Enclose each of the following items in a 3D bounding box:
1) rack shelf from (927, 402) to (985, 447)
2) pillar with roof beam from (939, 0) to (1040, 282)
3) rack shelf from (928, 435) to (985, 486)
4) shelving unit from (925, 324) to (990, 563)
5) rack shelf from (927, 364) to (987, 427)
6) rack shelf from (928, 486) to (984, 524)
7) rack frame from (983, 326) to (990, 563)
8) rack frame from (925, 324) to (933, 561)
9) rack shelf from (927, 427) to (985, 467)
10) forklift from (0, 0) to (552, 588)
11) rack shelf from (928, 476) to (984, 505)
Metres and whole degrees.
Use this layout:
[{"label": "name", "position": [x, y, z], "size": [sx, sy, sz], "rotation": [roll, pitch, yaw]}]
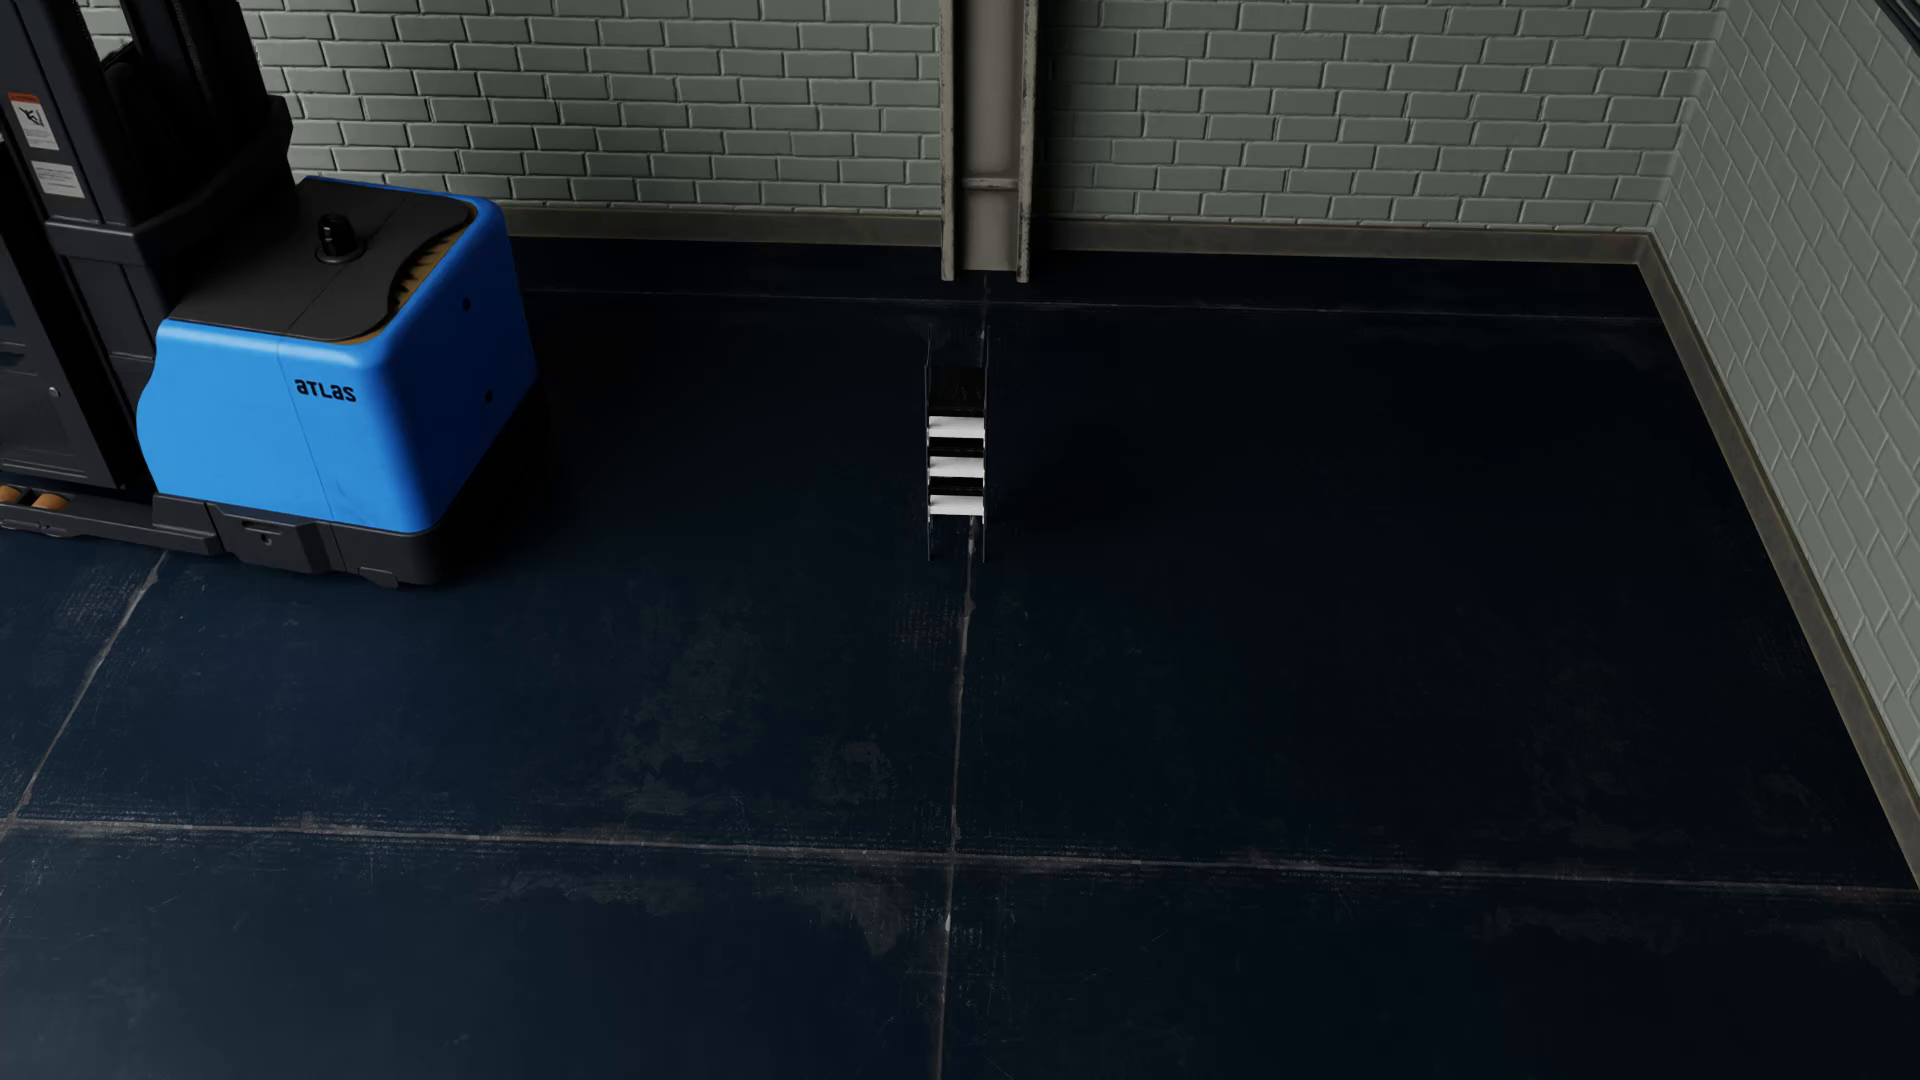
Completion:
[{"label": "rack shelf", "position": [-0.008, -0.437, 5.844], "size": [0.200, 0.077, 0.258], "rotation": [2, 43, 2]}, {"label": "pillar with roof beam", "position": [-0.071, -1.634, 1.402], "size": [0.400, 9.000, 9.100], "rotation": [2, 43, 2]}, {"label": "rack shelf", "position": [-0.008, -0.305, 5.966], "size": [0.200, 0.077, 0.258], "rotation": [2, 43, 2]}, {"label": "shelving unit", "position": [-0.008, -0.330, 5.944], "size": [0.210, 0.900, 0.258], "rotation": [2, 43, 2]}, {"label": "rack shelf", "position": [-0.008, -0.503, 5.782], "size": [0.200, 0.077, 0.258], "rotation": [2, 43, 2]}, {"label": "rack shelf", "position": [-0.008, -0.173, 6.089], "size": [0.200, 0.077, 0.258], "rotation": [2, 43, 2]}, {"label": "rack frame", "position": [0.093, -0.326, 5.940], "size": [0.006, 0.900, 0.240], "rotation": [2, 43, 2]}, {"label": "rack frame", "position": [-0.110, -0.333, 5.947], "size": [0.006, 0.900, 0.240], "rotation": [2, 43, 2]}, {"label": "rack shelf", "position": [-0.008, -0.371, 5.905], "size": [0.200, 0.077, 0.258], "rotation": [2, 43, 2]}, {"label": "forklift", "position": [-3.204, -1.424, 5.628], "size": [3.031, 2.935, 1.130], "rotation": [9, 44, 9]}, {"label": "rack shelf", "position": [-0.008, -0.239, 6.028], "size": [0.200, 0.077, 0.258], "rotation": [2, 43, 2]}]
